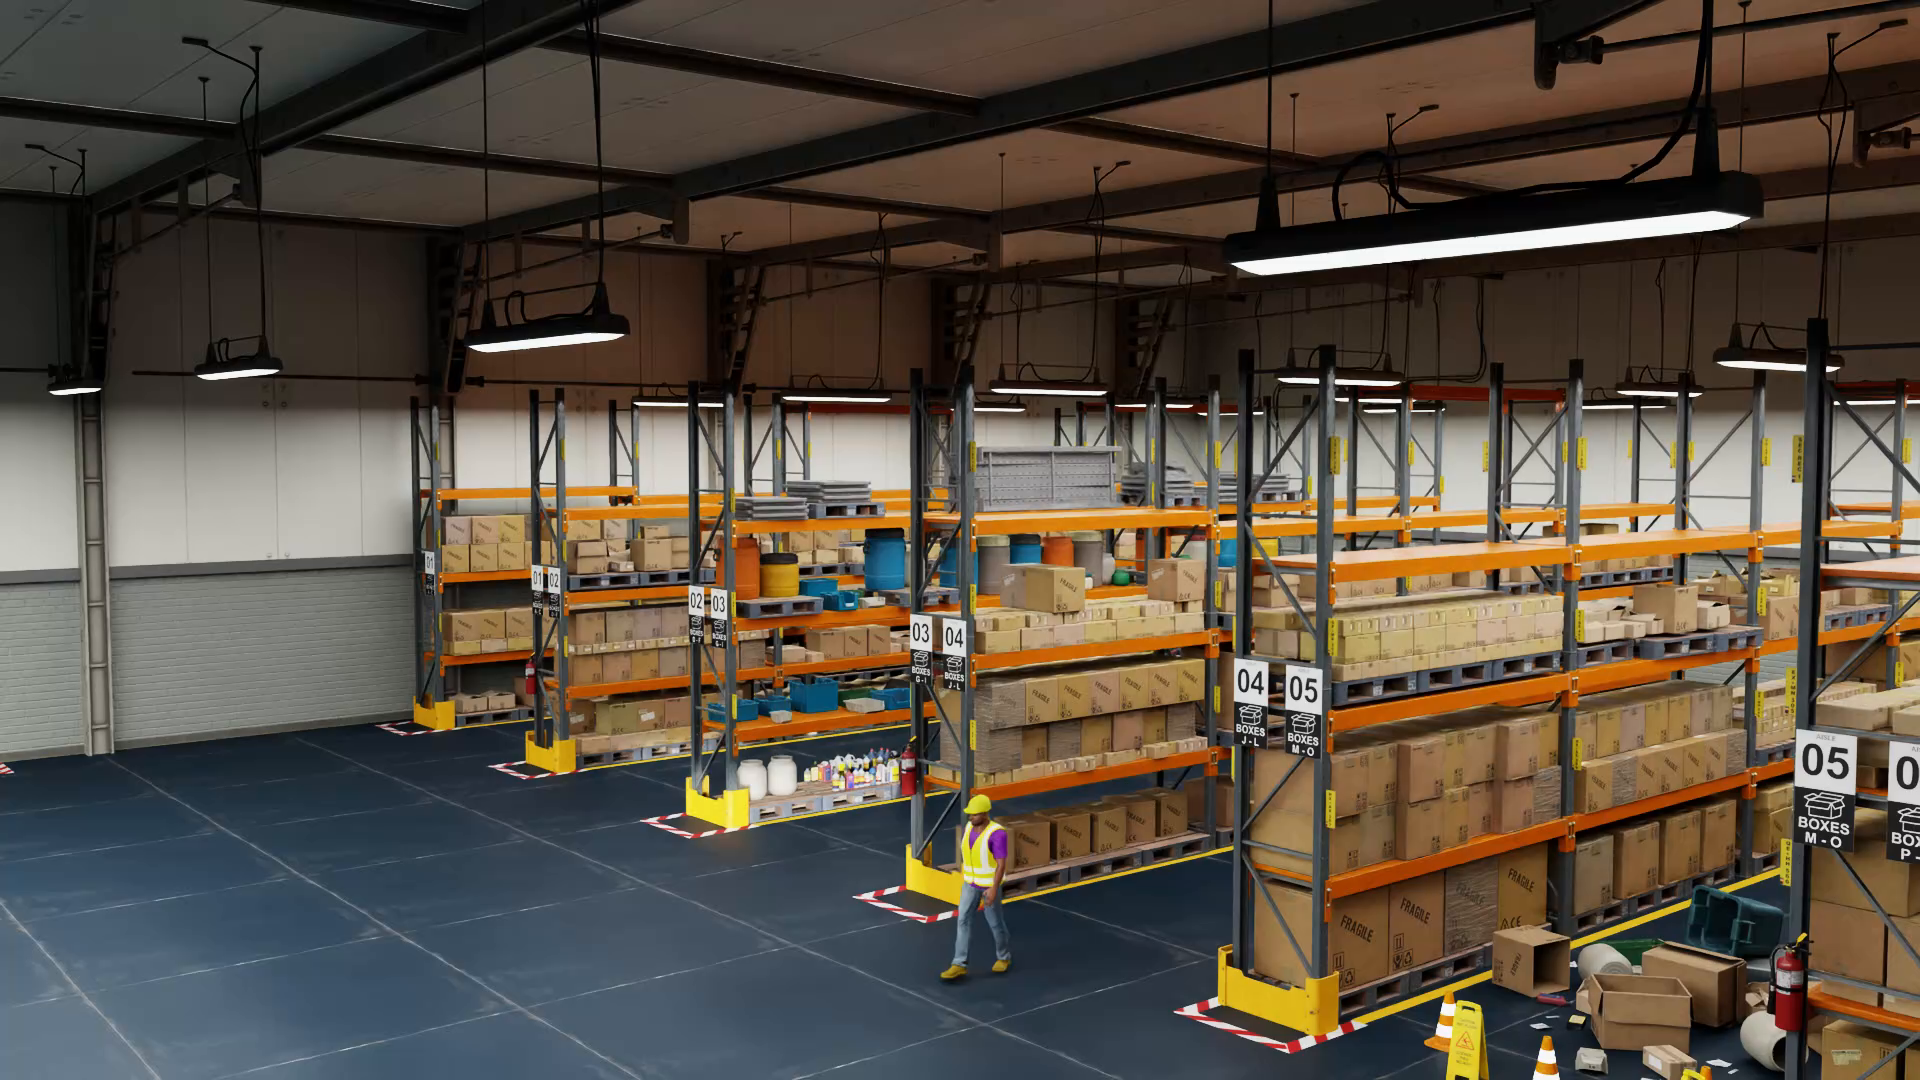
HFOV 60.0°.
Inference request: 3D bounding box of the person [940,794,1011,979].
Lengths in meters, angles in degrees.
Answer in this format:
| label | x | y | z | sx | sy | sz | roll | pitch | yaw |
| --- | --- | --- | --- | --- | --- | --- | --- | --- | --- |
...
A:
| label | x | y | z | sx | sy | sz | roll | pitch | yaw |
| --- | --- | --- | --- | --- | --- | --- | --- | --- | --- |
| person | 0.185 | 3.325 | 16.056 | 0.627 | 1.745 | 0.801 | 3 | 5 | 43 |
